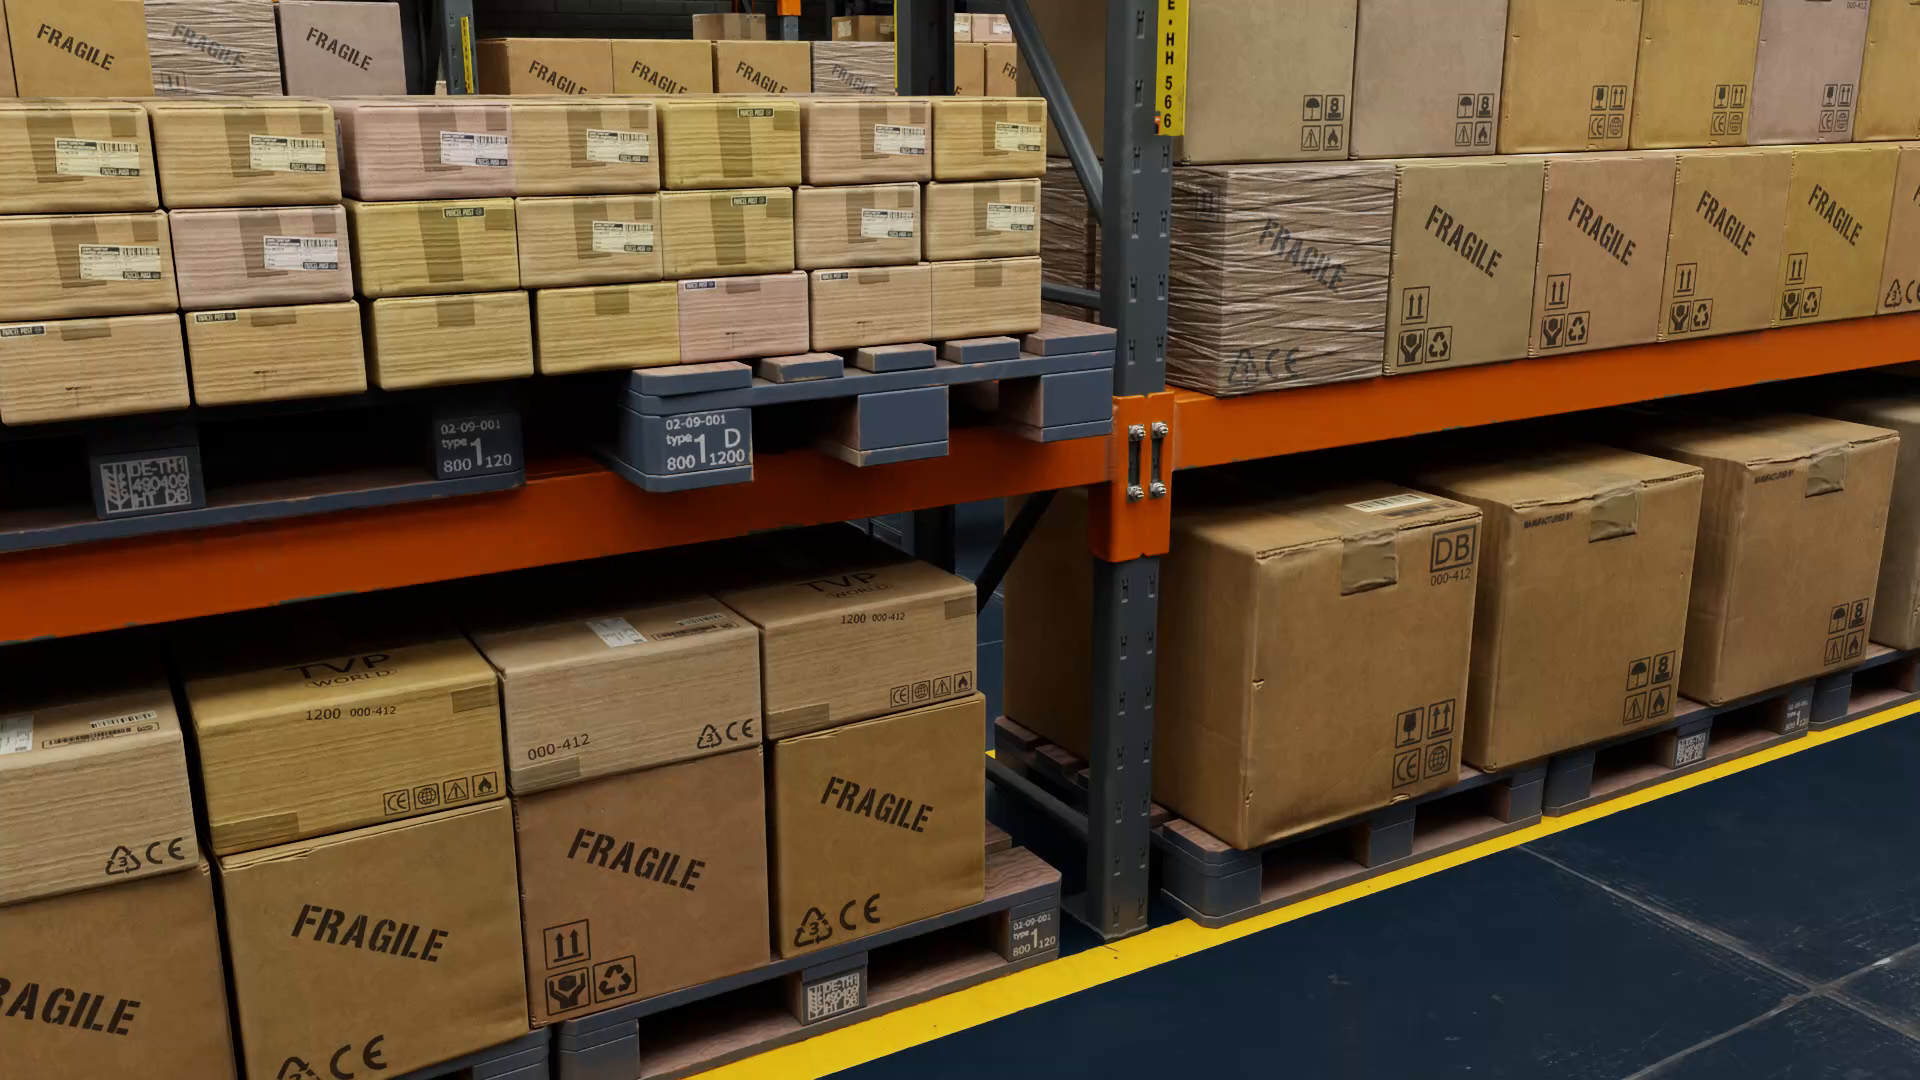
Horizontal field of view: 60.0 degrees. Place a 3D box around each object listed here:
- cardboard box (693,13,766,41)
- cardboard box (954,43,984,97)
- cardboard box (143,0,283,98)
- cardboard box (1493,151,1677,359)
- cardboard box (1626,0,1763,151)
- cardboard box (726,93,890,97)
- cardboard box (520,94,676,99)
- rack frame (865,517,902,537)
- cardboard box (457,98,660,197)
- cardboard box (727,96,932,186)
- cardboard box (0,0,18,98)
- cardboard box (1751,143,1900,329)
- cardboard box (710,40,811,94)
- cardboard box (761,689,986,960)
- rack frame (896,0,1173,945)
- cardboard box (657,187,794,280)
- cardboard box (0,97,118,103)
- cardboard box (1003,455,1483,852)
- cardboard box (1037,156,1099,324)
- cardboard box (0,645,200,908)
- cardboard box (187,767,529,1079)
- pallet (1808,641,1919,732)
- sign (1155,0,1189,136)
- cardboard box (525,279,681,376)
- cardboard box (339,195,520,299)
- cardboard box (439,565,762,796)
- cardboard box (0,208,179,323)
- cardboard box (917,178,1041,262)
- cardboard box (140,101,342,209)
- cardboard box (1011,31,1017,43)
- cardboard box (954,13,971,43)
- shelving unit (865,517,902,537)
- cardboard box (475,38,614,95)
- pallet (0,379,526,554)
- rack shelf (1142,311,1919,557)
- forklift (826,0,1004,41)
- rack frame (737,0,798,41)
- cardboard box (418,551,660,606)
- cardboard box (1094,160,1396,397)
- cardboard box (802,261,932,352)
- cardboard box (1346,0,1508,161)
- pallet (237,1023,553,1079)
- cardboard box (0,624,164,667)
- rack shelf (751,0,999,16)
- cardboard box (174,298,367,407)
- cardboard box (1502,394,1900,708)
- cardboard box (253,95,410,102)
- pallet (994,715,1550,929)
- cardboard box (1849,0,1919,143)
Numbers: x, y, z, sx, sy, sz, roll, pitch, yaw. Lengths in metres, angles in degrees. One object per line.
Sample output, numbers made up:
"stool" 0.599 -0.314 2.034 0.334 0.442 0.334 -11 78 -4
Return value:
"cardboard box" -1.233 -2.733 8.886 0.250 0.149 0.380 -10 19 -32
"cardboard box" -0.209 -2.427 8.997 0.500 0.500 0.500 -9 18 -28
"cardboard box" -3.235 -2.058 7.158 0.500 0.500 0.500 -9 18 -29
"cardboard box" 1.536 -0.793 4.495 0.500 0.500 0.500 -9 18 -30
"cardboard box" 1.845 -1.406 4.832 0.500 0.500 0.700 -9 18 -30
"cardboard box" -0.354 -0.951 3.830 0.250 0.149 0.380 -9 18 -30
"cardboard box" -0.792 -0.880 3.578 0.250 0.149 0.380 -9 18 -30
"rack frame" -0.308 -0.672 7.029 0.023 1.500 0.400 -9 18 -30
"cardboard box" -0.707 -0.688 2.892 0.250 0.149 0.380 -9 18 -28
"cardboard box" -0.255 -0.762 3.157 0.250 0.149 0.380 -9 18 -30
"cardboard box" -4.101 -1.922 6.672 0.500 0.500 0.500 -10 18 -31
"cardboard box" 2.398 -0.932 4.994 0.500 0.500 0.500 -9 18 -29
"cardboard box" -1.091 -2.286 8.495 0.500 0.500 0.500 -9 18 -29
"cardboard box" -0.284 0.550 3.743 0.500 0.500 0.500 -9 18 -30
"rack frame" 0.145 -0.603 4.004 0.127 3.000 1.000 -9 18 -30
"cardboard box" -0.496 -0.579 3.054 0.250 0.149 0.380 -9 18 -28
"cardboard box" -1.692 -0.735 3.058 0.250 0.149 0.380 -10 18 -30
"cardboard box" 0.714 0.214 4.479 0.750 0.750 1.050 -9 18 -30
"cardboard box" 0.393 -0.776 4.436 0.500 0.500 0.500 -9 18 -30
"cardboard box" -1.619 0.407 2.864 0.500 0.250 0.500 -8 18 -28
"cardboard box" -1.176 0.699 3.213 0.500 0.500 0.500 -10 19 -32
"pallet" 2.952 0.308 5.919 1.213 0.211 1.003 -9 18 -30
"sign" 0.433 -0.998 3.415 0.005 0.325 0.100 -9 18 -30
"cardboard box" -0.690 -0.406 2.987 0.250 0.149 0.380 -9 18 -30
"cardboard box" -0.925 -0.510 2.809 0.250 0.149 0.380 -9 18 -30
"cardboard box" -0.733 0.266 3.369 0.500 0.250 0.500 -9 18 -29
"cardboard box" -1.369 -0.438 2.551 0.250 0.149 0.380 -10 18 -31
"cardboard box" -0.044 -0.654 3.320 0.250 0.149 0.380 -9 18 -29
"cardboard box" -1.148 -0.617 2.640 0.250 0.149 0.380 -8 18 -27
"cardboard box" 0.353 -3.013 9.884 0.250 0.149 0.380 -9 18 -30
"cardboard box" -0.148 -2.738 8.902 0.250 0.149 0.380 -10 19 -32
"shelving unit" 0.006 -0.723 7.211 0.755 1.500 0.431 -9 18 -30
"cardboard box" -1.986 -2.137 7.961 0.500 0.500 0.500 -10 18 -31
"pallet" -1.530 -0.226 3.015 1.213 0.211 1.003 -9 18 -30
"rack shelf" 1.860 -0.535 5.093 4.000 0.370 1.077 -9 18 -30
"forklift" -0.191 -2.895 12.307 1.130 2.935 3.031 12 20 36
"rack frame" -1.621 -3.438 14.118 0.127 3.000 1.000 -9 18 -30
"cardboard box" -1.005 0.148 3.790 0.500 0.250 0.500 -9 18 -30
"cardboard box" 0.669 -0.651 3.990 0.500 0.500 0.500 -9 18 -29
"cardboard box" -0.254 -0.475 3.236 0.250 0.149 0.380 -9 18 -30
"cardboard box" 0.968 -1.263 4.322 0.500 0.500 0.700 -10 18 -31
"pallet" -1.570 1.016 3.393 1.213 0.211 1.003 -9 18 -30
"cardboard box" -1.882 0.286 3.296 0.500 0.250 0.500 -10 19 -32
"rack shelf" 0.093 -4.814 14.802 4.000 0.370 1.077 -9 18 -30
"cardboard box" -1.143 -0.332 2.726 0.250 0.149 0.380 -9 18 -28
"cardboard box" 2.260 -0.038 5.377 0.750 0.750 1.050 -9 18 -30
"cardboard box" -1.250 -0.806 3.312 0.250 0.149 0.380 -8 18 -27
"pallet" 0.860 0.647 4.709 1.213 0.211 1.003 -9 18 -30
"cardboard box" 2.712 -1.546 5.331 0.500 0.500 0.700 -10 18 -31
